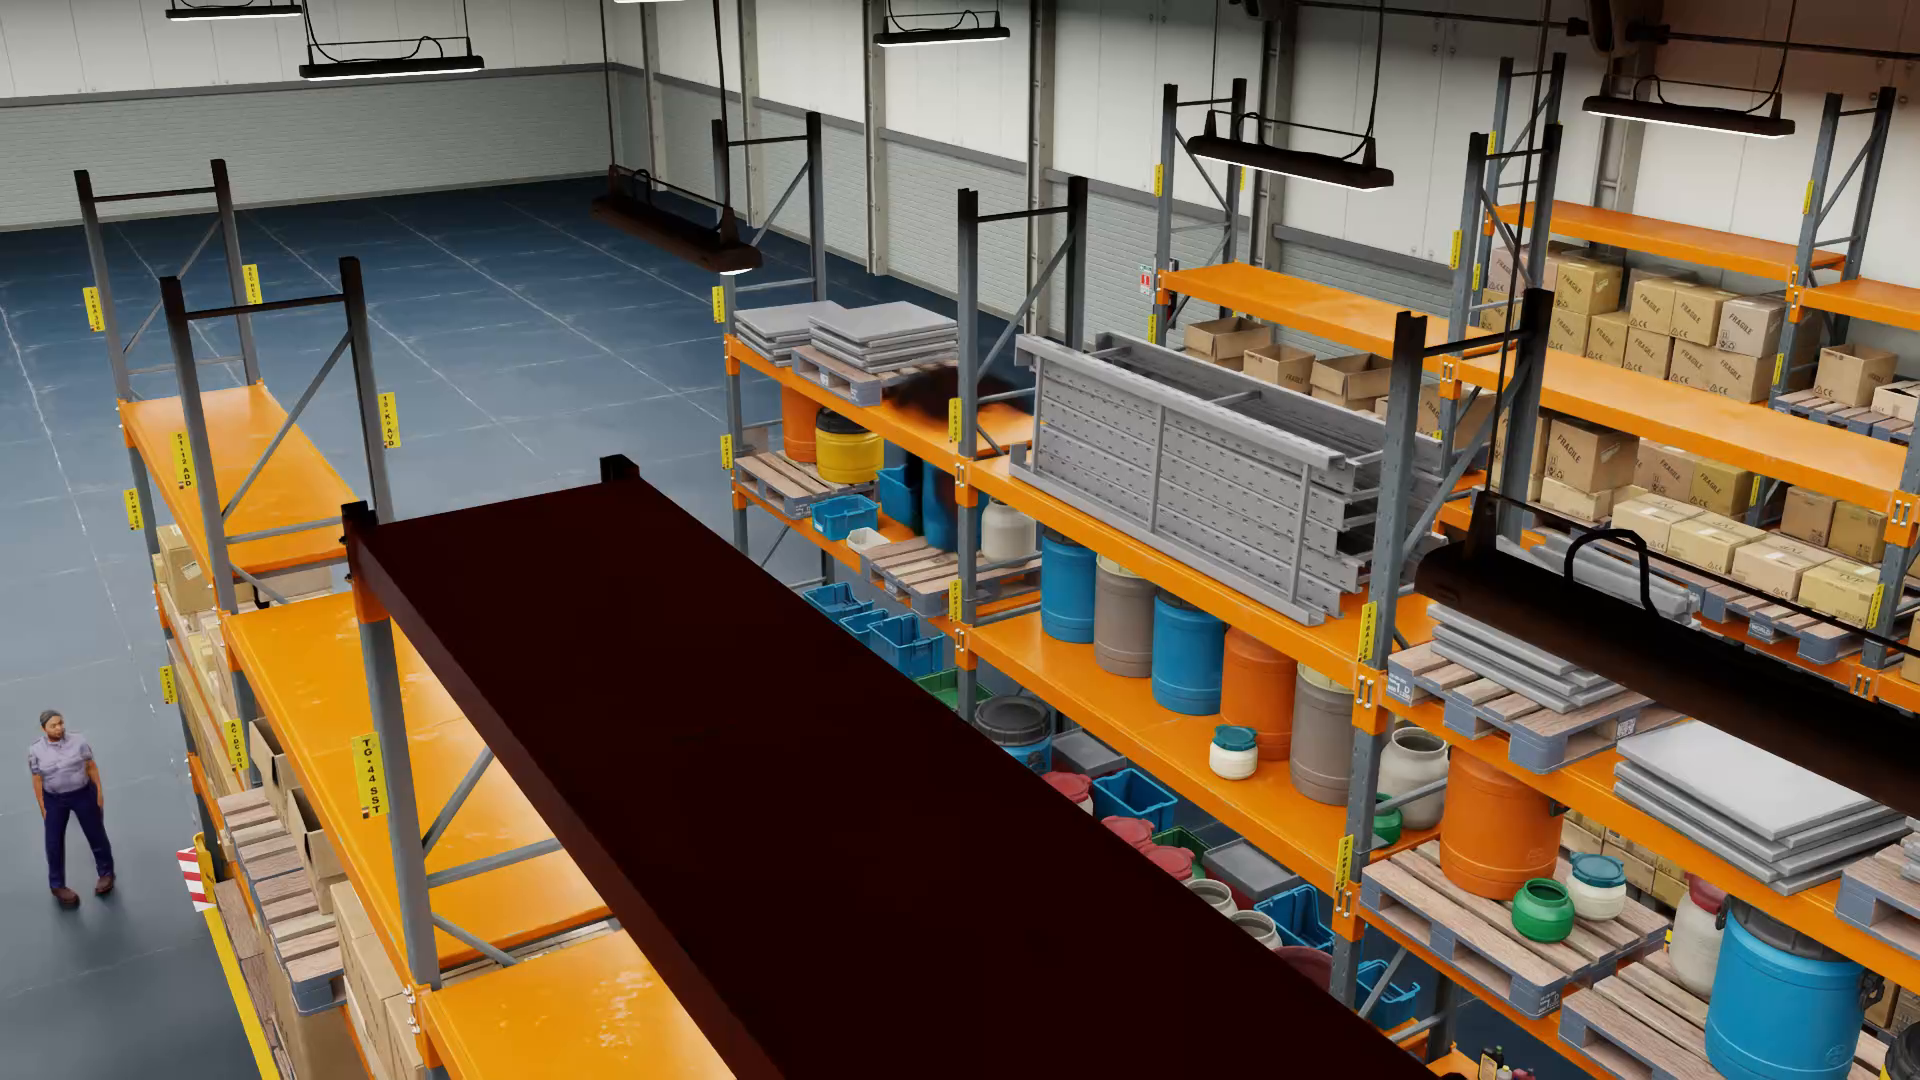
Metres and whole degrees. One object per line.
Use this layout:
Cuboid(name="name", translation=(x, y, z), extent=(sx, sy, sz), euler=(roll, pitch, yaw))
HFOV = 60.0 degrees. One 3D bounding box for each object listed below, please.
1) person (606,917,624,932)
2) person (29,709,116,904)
Cuboid(name="person", translation=(-2.645, 2.907, 12.082), extent=(0.417, 1.551, 0.978), euler=(-12, 25, -27))
Cuboid(name="person", translation=(-7.385, 2.177, 13.757), extent=(0.523, 1.650, 0.445), euler=(-7, 23, -18))
